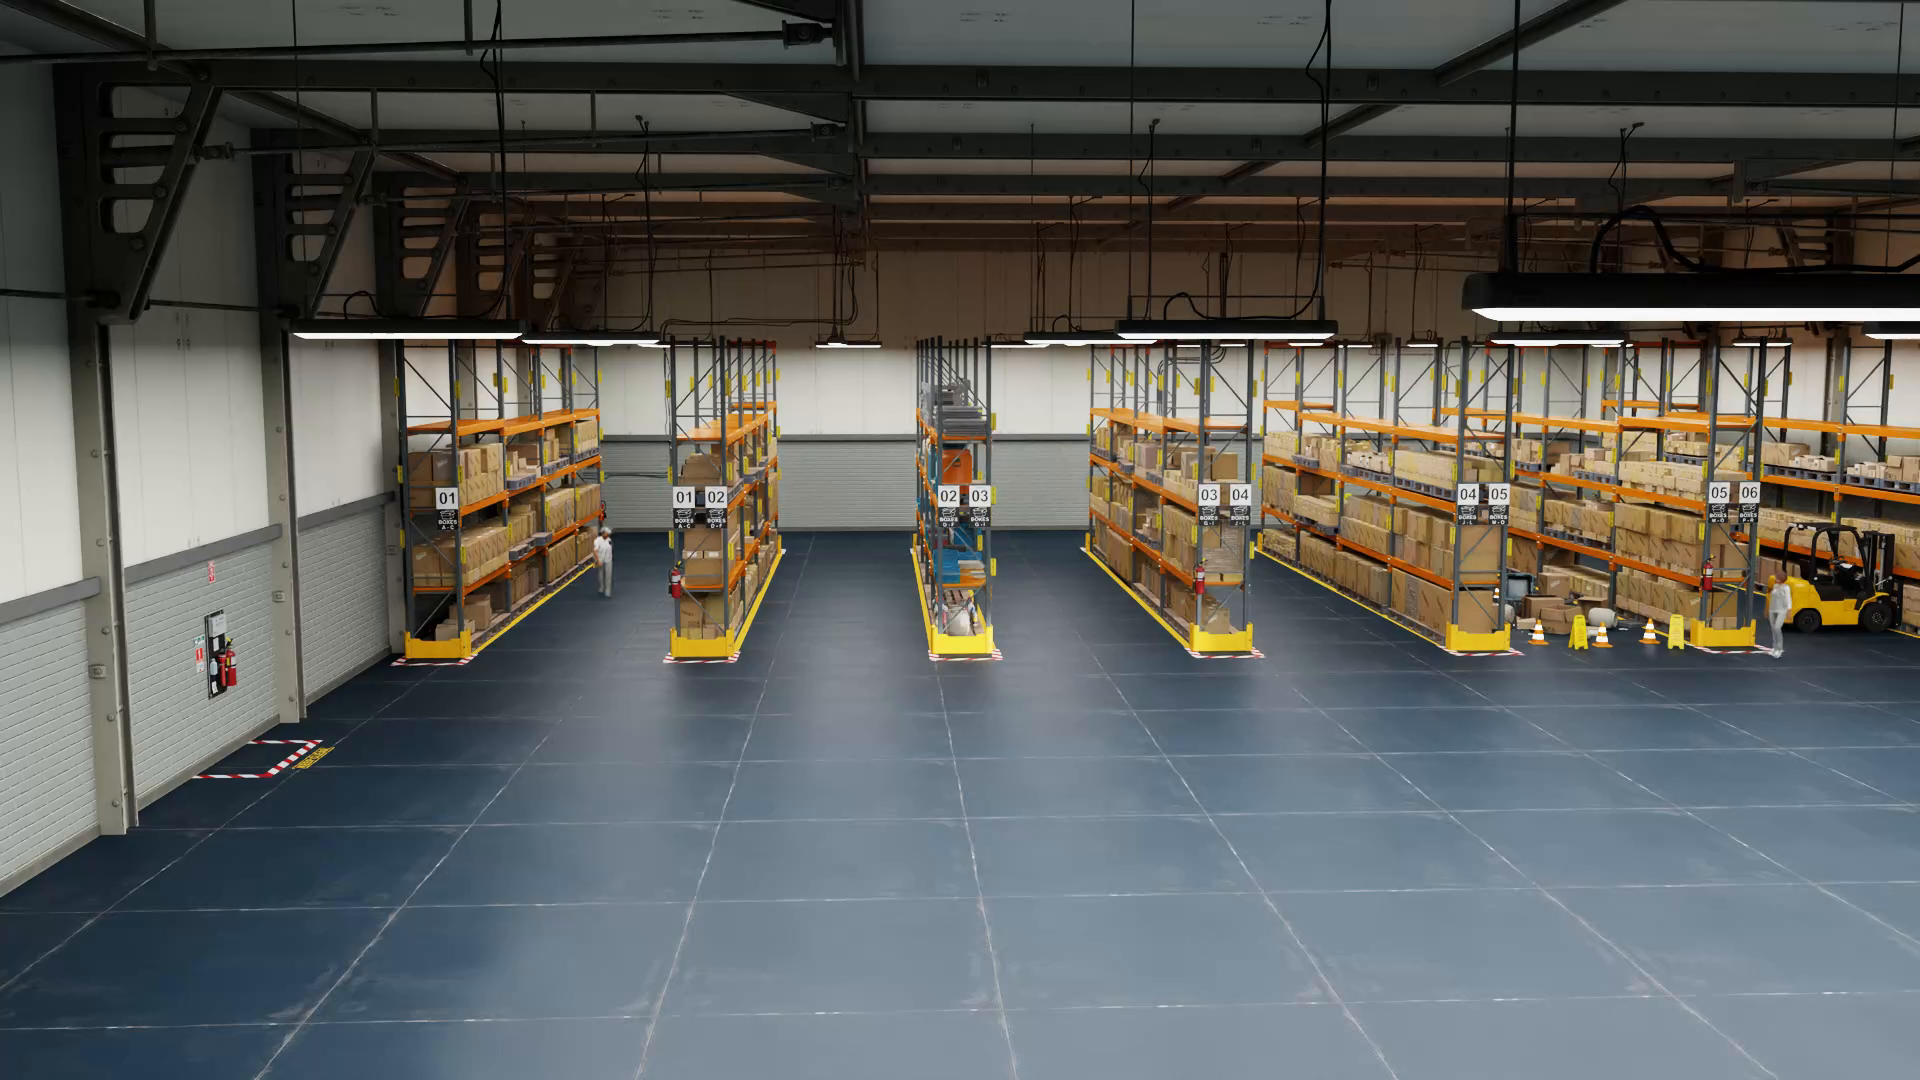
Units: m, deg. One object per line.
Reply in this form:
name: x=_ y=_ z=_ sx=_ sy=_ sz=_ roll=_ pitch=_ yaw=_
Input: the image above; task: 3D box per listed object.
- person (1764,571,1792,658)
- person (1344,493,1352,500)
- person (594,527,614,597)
person: x=15.350 y=1.400 z=31.210 sx=0.438 sy=1.638 sz=0.483 roll=-4 pitch=8 yaw=-33
person: x=10.809 y=-0.427 z=46.508 sx=0.417 sy=1.773 sz=0.627 roll=4 pitch=7 yaw=29
person: x=-8.317 y=0.508 z=38.897 sx=0.463 sy=1.622 sz=0.978 roll=-1 pitch=7 yaw=-9
